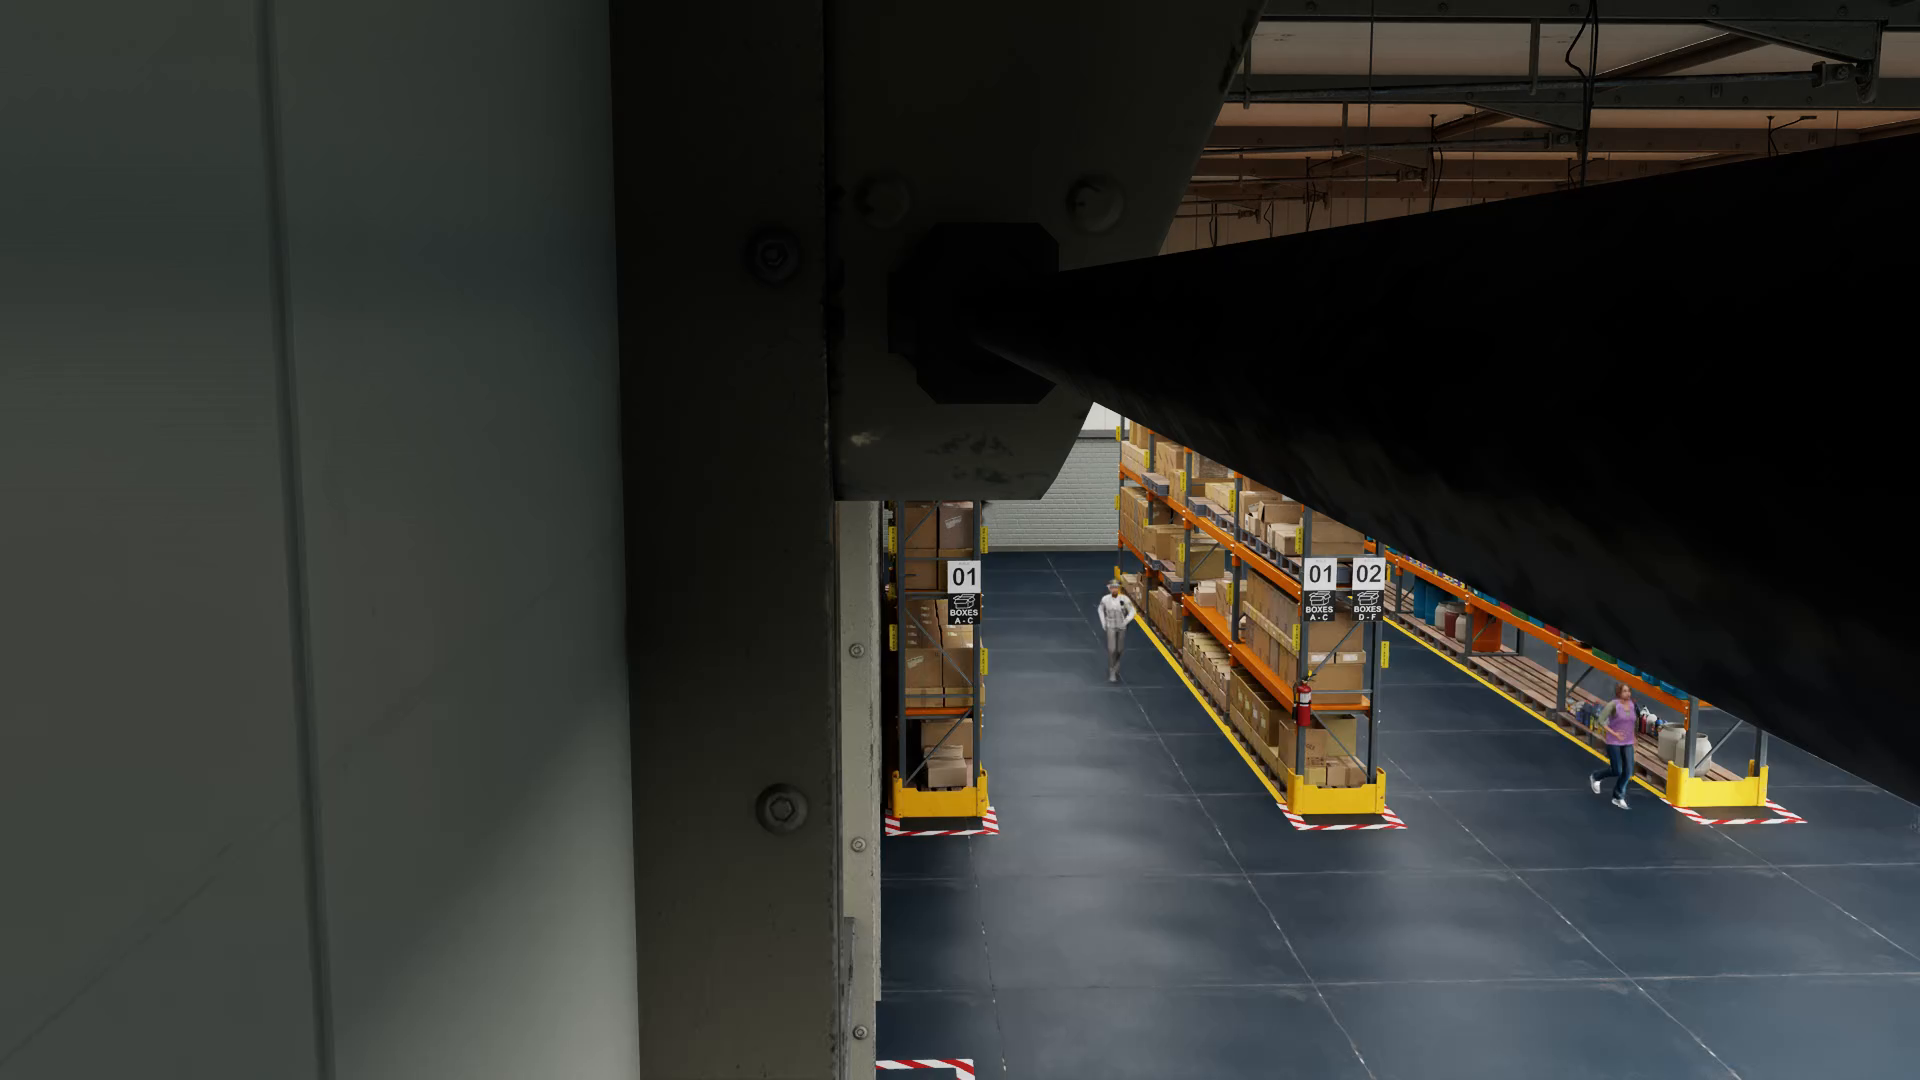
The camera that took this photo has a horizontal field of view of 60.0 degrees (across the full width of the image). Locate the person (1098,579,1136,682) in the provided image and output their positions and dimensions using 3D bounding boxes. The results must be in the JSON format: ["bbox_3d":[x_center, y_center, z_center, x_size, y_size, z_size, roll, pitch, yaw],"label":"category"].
[{"bbox_3d":[2.641,1.492,27.990,0.635,1.729,0.747,1,8,7],"label":"person"}]

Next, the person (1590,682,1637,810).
[{"bbox_3d":[8.277,2.568,20.986,0.549,1.595,0.603,-2,9,-16],"label":"person"}]
